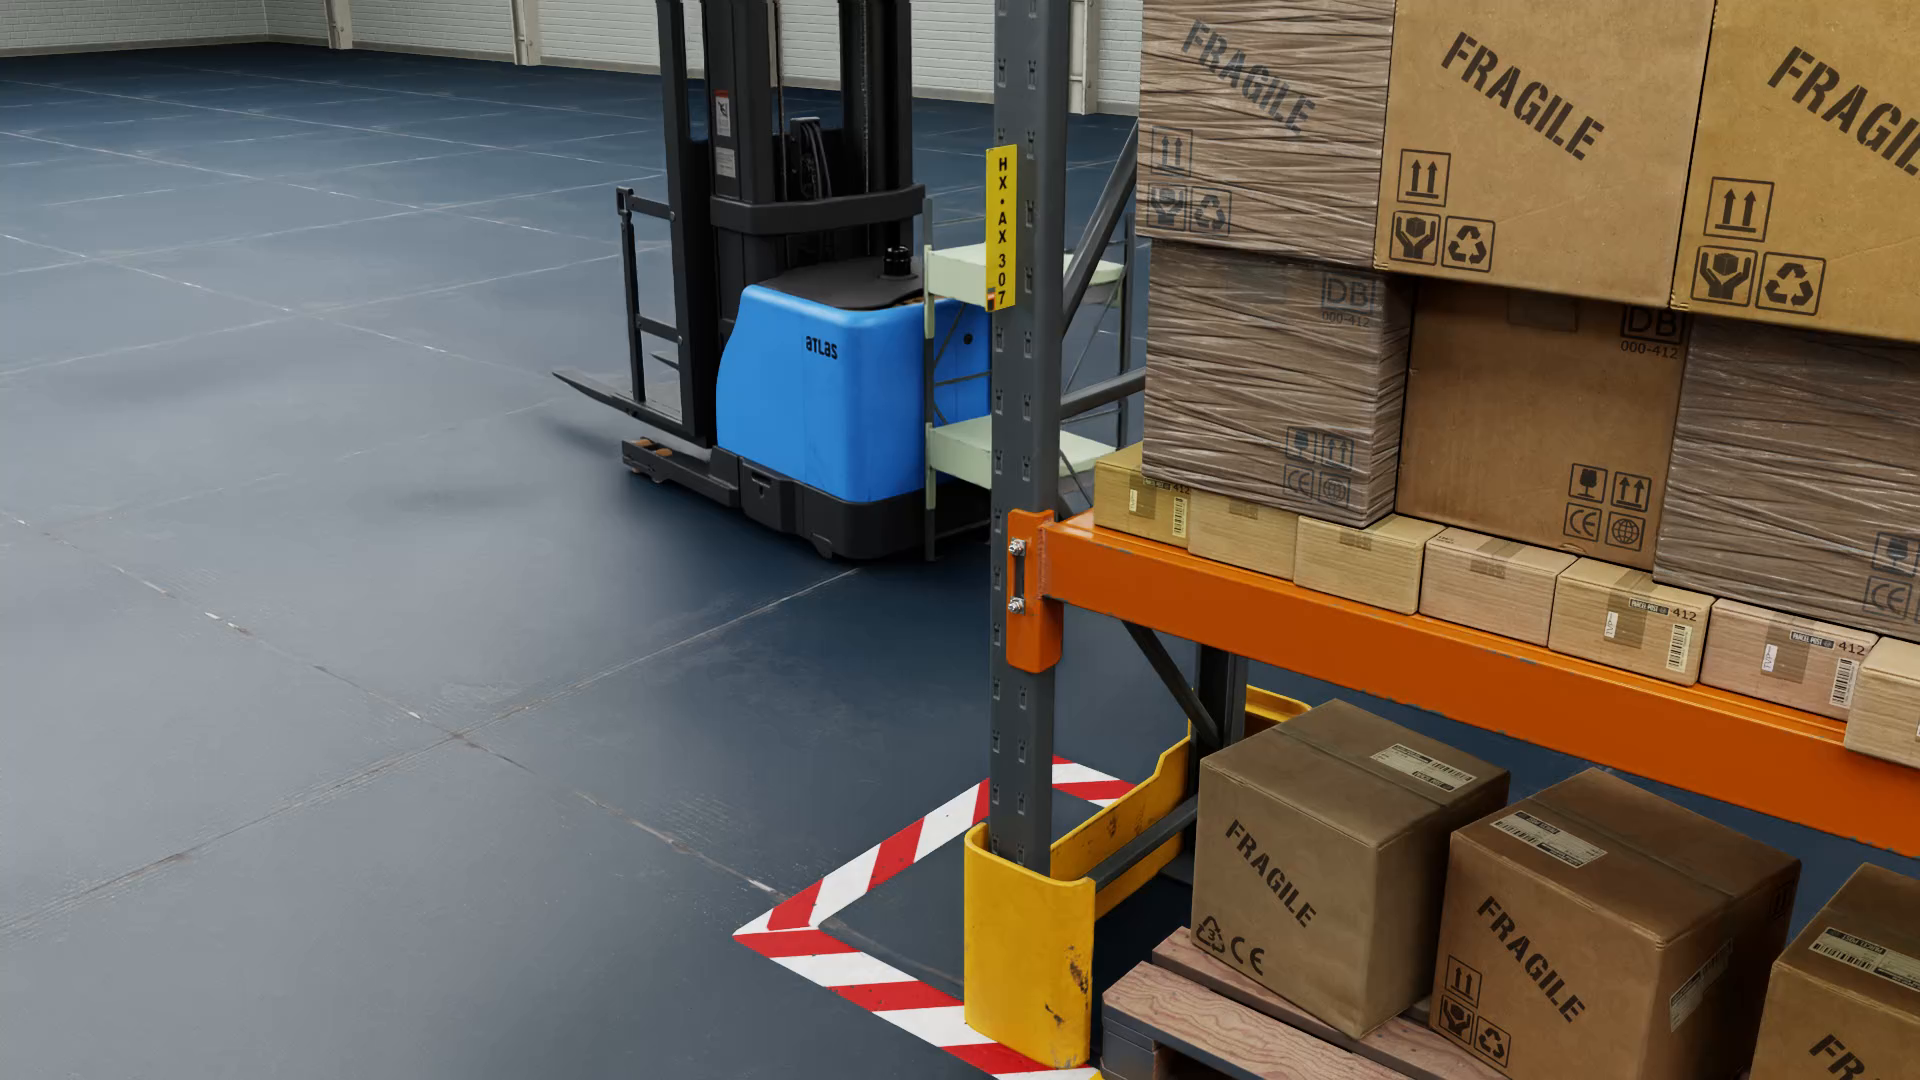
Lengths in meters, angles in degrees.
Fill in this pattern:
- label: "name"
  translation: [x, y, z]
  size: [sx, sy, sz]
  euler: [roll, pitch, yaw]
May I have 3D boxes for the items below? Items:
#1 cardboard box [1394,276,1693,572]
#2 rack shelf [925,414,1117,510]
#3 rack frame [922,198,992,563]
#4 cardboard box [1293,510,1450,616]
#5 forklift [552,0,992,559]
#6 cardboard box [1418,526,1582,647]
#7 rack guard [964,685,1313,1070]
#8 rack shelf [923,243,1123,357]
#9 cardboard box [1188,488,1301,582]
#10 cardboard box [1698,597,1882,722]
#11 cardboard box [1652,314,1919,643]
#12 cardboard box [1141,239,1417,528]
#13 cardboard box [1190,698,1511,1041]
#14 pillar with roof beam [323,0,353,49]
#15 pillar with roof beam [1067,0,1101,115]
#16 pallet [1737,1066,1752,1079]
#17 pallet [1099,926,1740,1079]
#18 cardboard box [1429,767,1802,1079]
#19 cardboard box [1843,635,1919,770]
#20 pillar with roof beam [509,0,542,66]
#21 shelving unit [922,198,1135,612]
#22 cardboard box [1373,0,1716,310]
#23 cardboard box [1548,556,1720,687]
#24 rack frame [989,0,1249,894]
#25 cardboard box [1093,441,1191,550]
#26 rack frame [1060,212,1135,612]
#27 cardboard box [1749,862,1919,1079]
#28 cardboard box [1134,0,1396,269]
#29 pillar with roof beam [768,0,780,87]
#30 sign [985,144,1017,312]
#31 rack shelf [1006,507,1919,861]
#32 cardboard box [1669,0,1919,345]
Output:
- label: "cardboard box"
  translation: [1.300, -0.348, 3.277]
  size: [0.500, 0.500, 0.875]
  euler: [16, 26, 36]
- label: "rack shelf"
  translation: [0.250, -0.249, 6.626]
  size: [0.431, 0.370, 0.720]
  euler: [-16, 26, -37]
- label: "rack frame"
  translation: [0.016, -0.653, 6.775]
  size: [0.400, 1.500, 0.023]
  euler: [-16, 26, -37]
- label: "cardboard box"
  translation: [0.864, -0.004, 3.283]
  size: [0.250, 0.149, 0.380]
  euler: [16, 26, 36]
- label: "forklift"
  translation: [-0.974, -1.738, 7.622]
  size: [1.130, 2.935, 3.031]
  euler: [-16, 26, -37]
- label: "cardboard box"
  translation: [1.071, 0.046, 3.150]
  size: [0.250, 0.149, 0.380]
  euler: [16, 26, 36]
- label: "rack guard"
  translation: [0.487, 0.816, 4.297]
  size: [0.348, 0.500, 1.175]
  euler: [16, 26, 36]
- label: "rack shelf"
  translation: [0.250, -0.919, 6.374]
  size: [0.431, 0.370, 0.720]
  euler: [-16, 26, -37]
- label: "cardboard box"
  translation: [0.680, -0.064, 3.442]
  size: [0.250, 0.149, 0.380]
  euler: [16, 26, 36]
- label: "cardboard box"
  translation: [1.471, 0.152, 2.869]
  size: [0.250, 0.149, 0.380]
  euler: [16, 26, 36]
- label: "cardboard box"
  translation: [1.660, -0.225, 2.950]
  size: [0.500, 0.500, 0.875]
  euler: [16, 26, 36]
- label: "cardboard box"
  translation: [0.837, -0.427, 3.486]
  size: [0.500, 0.500, 0.875]
  euler: [16, 26, 36]
- label: "cardboard box"
  translation: [0.901, 0.746, 3.886]
  size: [0.500, 0.500, 0.500]
  euler: [-17, 26, -37]
- label: "pillar with roof beam"
  translation: [-15.051, -12.837, 28.455]
  size: [0.400, 9.000, 9.100]
  euler: [16, 26, 36]
- label: "pillar with roof beam"
  translation: [-1.106, -8.821, 17.806]
  size: [0.400, 9.000, 9.100]
  euler: [16, 26, 36]
- label: "pallet"
  translation: [2.035, 1.414, 3.120]
  size: [1.213, 0.211, 1.003]
  euler: [16, 26, 36]
- label: "pallet"
  translation: [1.094, 1.142, 3.842]
  size: [1.213, 0.211, 1.003]
  euler: [16, 26, 36]
- label: "cardboard box"
  translation: [1.386, 0.870, 3.558]
  size: [0.500, 0.500, 0.500]
  euler: [-14, 25, -33]
- label: "cardboard box"
  translation: [1.599, 0.236, 2.646]
  size: [0.250, 0.149, 0.380]
  euler: [16, 26, 36]
- label: "pillar with roof beam"
  translation: [-10.402, -11.498, 24.906]
  size: [0.400, 9.000, 9.100]
  euler: [16, 26, 36]
- label: "shelving unit"
  translation: [0.250, -0.554, 6.511]
  size: [0.431, 1.500, 0.755]
  euler: [-16, 26, -37]
- label: "cardboard box"
  translation: [1.065, -0.714, 2.831]
  size: [0.500, 0.500, 0.500]
  euler: [16, 26, 36]
- label: "cardboard box"
  translation: [1.260, 0.104, 2.997]
  size: [0.250, 0.149, 0.380]
  euler: [16, 26, 36]
- label: "rack frame"
  translation: [0.428, -0.371, 3.901]
  size: [0.127, 3.000, 1.000]
  euler: [16, 26, 36]
- label: "cardboard box"
  translation: [0.498, -0.125, 3.604]
  size: [0.250, 0.149, 0.380]
  euler: [16, 26, 36]
- label: "rack frame"
  translation: [0.484, -0.455, 6.248]
  size: [0.400, 1.500, 0.023]
  euler: [-16, 26, -37]
- label: "cardboard box"
  translation: [1.859, 1.015, 3.173]
  size: [0.500, 0.500, 0.500]
  euler: [19, 28, 41]
- label: "cardboard box"
  translation: [0.682, -0.828, 3.131]
  size: [0.500, 0.500, 0.500]
  euler: [16, 26, 36]
- label: "pillar with roof beam"
  translation: [-5.754, -10.160, 21.356]
  size: [0.400, 9.000, 9.100]
  euler: [16, 26, 36]
- label: "sign"
  translation: [0.085, -0.628, 3.355]
  size: [0.005, 0.325, 0.100]
  euler: [16, 26, 36]
- label: "rack shelf"
  translation: [1.977, 0.412, 2.845]
  size: [4.000, 0.370, 1.077]
  euler: [16, 26, 36]
- label: "cardboard box"
  translation: [1.453, -0.603, 2.536]
  size: [0.500, 0.500, 0.500]
  euler: [16, 26, 36]
